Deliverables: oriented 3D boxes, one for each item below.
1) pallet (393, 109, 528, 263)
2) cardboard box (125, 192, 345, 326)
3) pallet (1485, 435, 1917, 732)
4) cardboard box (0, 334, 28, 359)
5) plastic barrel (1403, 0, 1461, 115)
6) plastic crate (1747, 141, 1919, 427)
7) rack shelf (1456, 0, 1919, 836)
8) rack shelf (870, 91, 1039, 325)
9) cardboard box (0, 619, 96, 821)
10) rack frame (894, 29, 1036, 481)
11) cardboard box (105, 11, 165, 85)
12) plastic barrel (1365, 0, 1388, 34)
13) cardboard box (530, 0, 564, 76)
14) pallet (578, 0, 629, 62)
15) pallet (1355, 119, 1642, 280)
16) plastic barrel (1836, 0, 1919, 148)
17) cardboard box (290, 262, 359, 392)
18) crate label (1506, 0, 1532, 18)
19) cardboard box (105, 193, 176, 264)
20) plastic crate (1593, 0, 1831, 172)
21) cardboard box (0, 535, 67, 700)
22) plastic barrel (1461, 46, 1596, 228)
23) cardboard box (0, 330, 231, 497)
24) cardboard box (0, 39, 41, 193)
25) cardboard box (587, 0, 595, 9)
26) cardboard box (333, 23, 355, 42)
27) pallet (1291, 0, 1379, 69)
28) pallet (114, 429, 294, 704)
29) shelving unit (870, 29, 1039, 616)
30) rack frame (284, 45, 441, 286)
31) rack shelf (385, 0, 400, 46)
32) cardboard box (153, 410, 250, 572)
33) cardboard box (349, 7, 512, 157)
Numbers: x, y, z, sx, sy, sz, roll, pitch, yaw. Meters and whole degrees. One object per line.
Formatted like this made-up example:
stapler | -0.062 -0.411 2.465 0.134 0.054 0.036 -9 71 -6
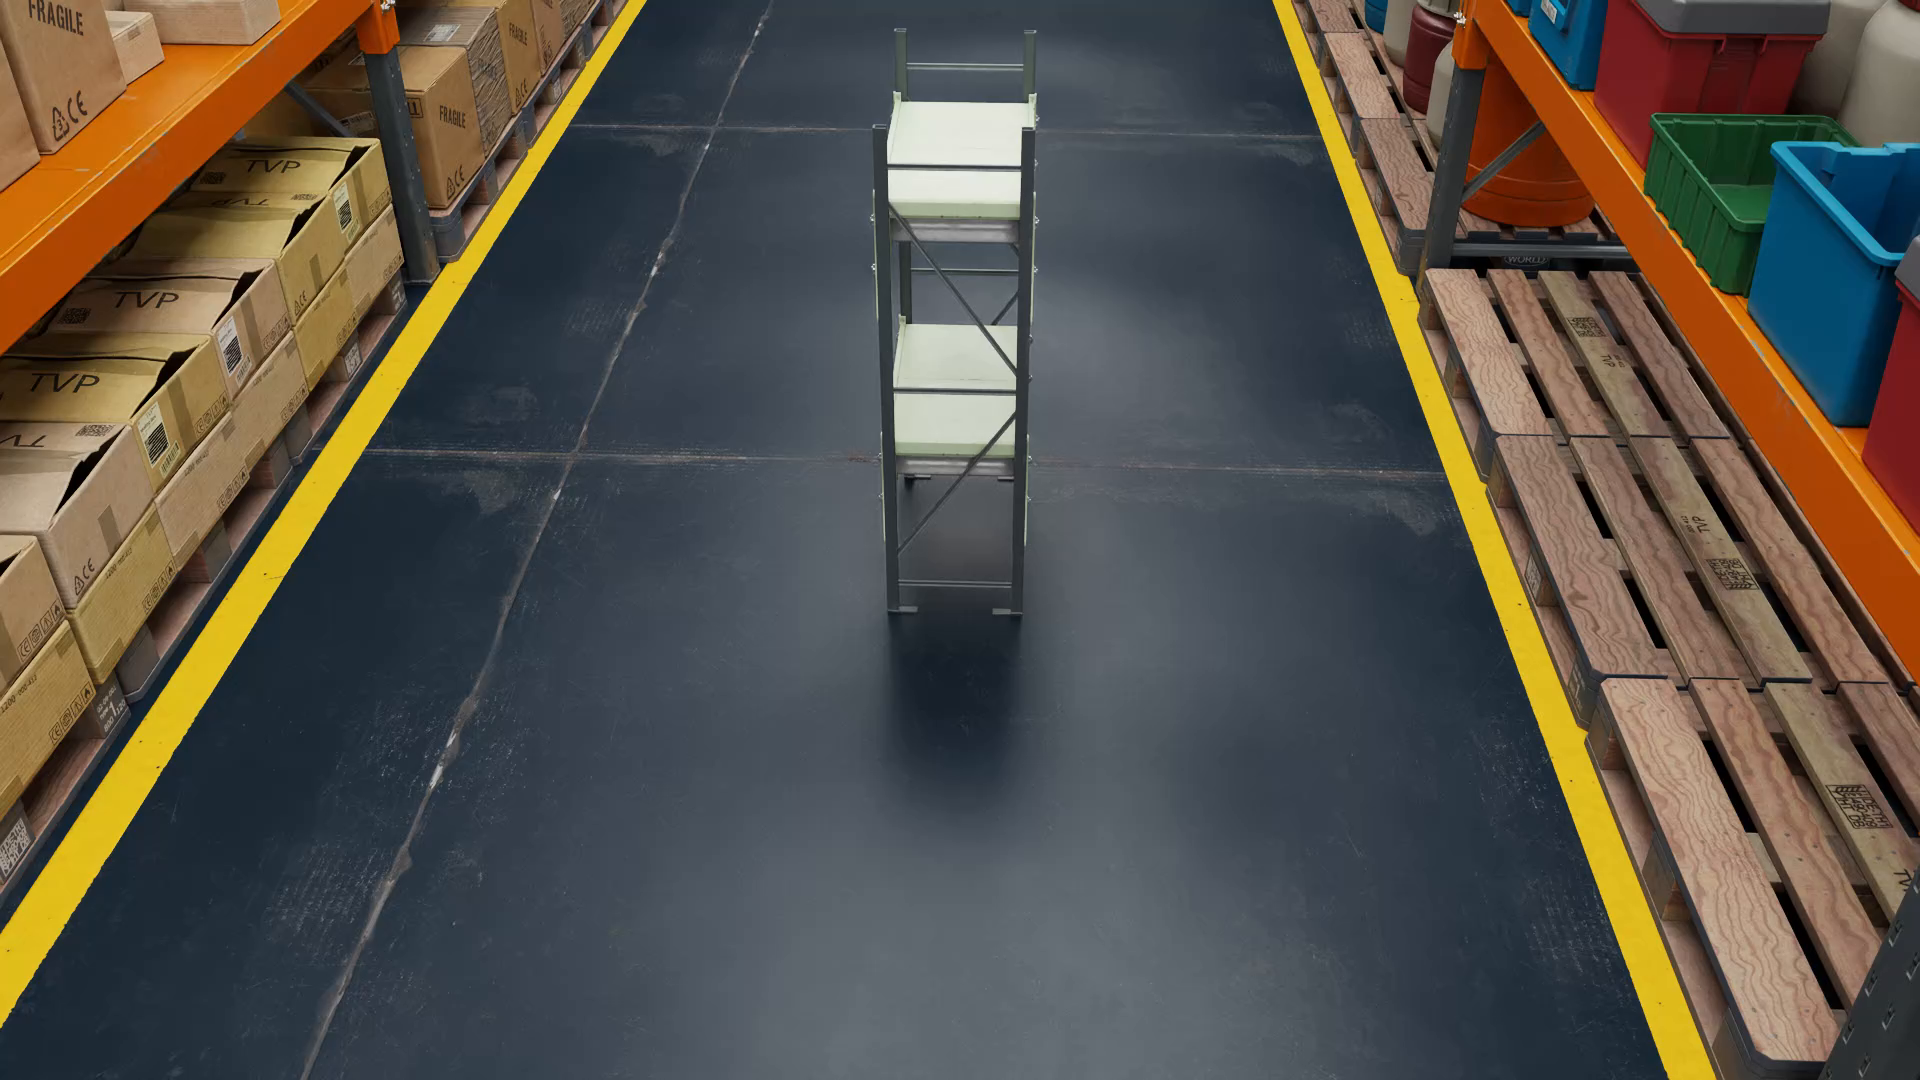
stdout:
pallet | -2.558 -1.587 7.325 1.003 0.211 1.213 1 35 2
cardboard box | -2.416 -0.971 5.561 0.500 0.311 0.500 1 35 1
pallet | 2.201 0.101 4.923 1.003 0.211 1.213 1 35 2
cardboard box | -2.996 -0.392 4.737 0.500 0.311 0.500 1 35 1
plastic barrel | 2.371 -2.299 7.644 0.600 0.588 0.708 1 35 2
plastic crate | 1.896 -0.520 3.395 0.392 0.384 0.575 1 35 2
rack shelf | 2.243 -0.740 4.320 1.077 0.370 4.000 1 35 2
rack shelf | 0.000 -0.929 4.589 0.431 0.370 0.720 1 35 2
cardboard box | -2.501 0.432 4.053 0.500 0.250 0.500 2 35 3
rack frame | 0.014 -0.820 5.113 0.400 1.500 0.023 1 35 2
cardboard box | -2.621 -1.463 4.942 0.380 0.149 0.250 4 35 5
plastic barrel | 2.416 -3.076 8.477 0.600 0.901 0.708 1 35 2
cardboard box | -2.266 -2.601 8.134 0.500 0.500 0.500 0 35 0
pallet | -2.460 -2.989 9.319 1.003 0.211 1.213 1 35 2
pallet | 2.313 -1.496 7.196 1.003 0.211 1.213 1 35 2
plastic barrel | 2.467 -1.156 4.167 0.433 0.535 0.433 0 35 0
cardboard box | -2.421 -0.743 5.724 0.500 0.250 0.500 1 35 1
crate label | 1.932 -1.881 5.464 0.303 0.233 0.416 1 35 2
cardboard box | -2.953 -0.980 5.574 0.500 0.311 0.500 1 35 1
plastic crate | 1.952 -1.288 4.419 0.402 0.464 0.583 1 35 2
cardboard box | -2.496 0.203 3.891 0.500 0.311 0.500 1 35 1
plastic barrel | 2.326 -1.749 6.652 0.600 0.830 0.708 1 35 2
cardboard box | -2.461 -0.393 4.739 0.500 0.311 0.500 2 35 3
cardboard box | -2.698 -1.074 4.082 0.500 0.500 0.500 1 35 2
cardboard box | -2.227 -3.181 8.959 0.500 0.500 0.500 1 35 2
cardboard box | -2.825 -2.339 7.109 0.500 0.250 0.500 3 35 4
pallet | 2.411 -2.898 9.190 1.003 0.211 1.213 1 35 2
pallet | -2.750 0.012 5.049 1.003 0.211 1.213 1 35 2
shelving unit | 0.000 -0.610 4.813 0.431 1.500 0.755 1 35 2
rack frame | -2.626 -2.300 5.914 1.000 3.000 0.127 1 35 2
rack shelf | -2.546 -3.155 7.756 1.077 0.370 4.000 1 35 2
cardboard box | -2.462 -0.158 4.892 0.500 0.250 0.500 2 35 3
cardboard box | -2.307 -2.013 7.297 0.500 0.500 0.500 0 35 0
